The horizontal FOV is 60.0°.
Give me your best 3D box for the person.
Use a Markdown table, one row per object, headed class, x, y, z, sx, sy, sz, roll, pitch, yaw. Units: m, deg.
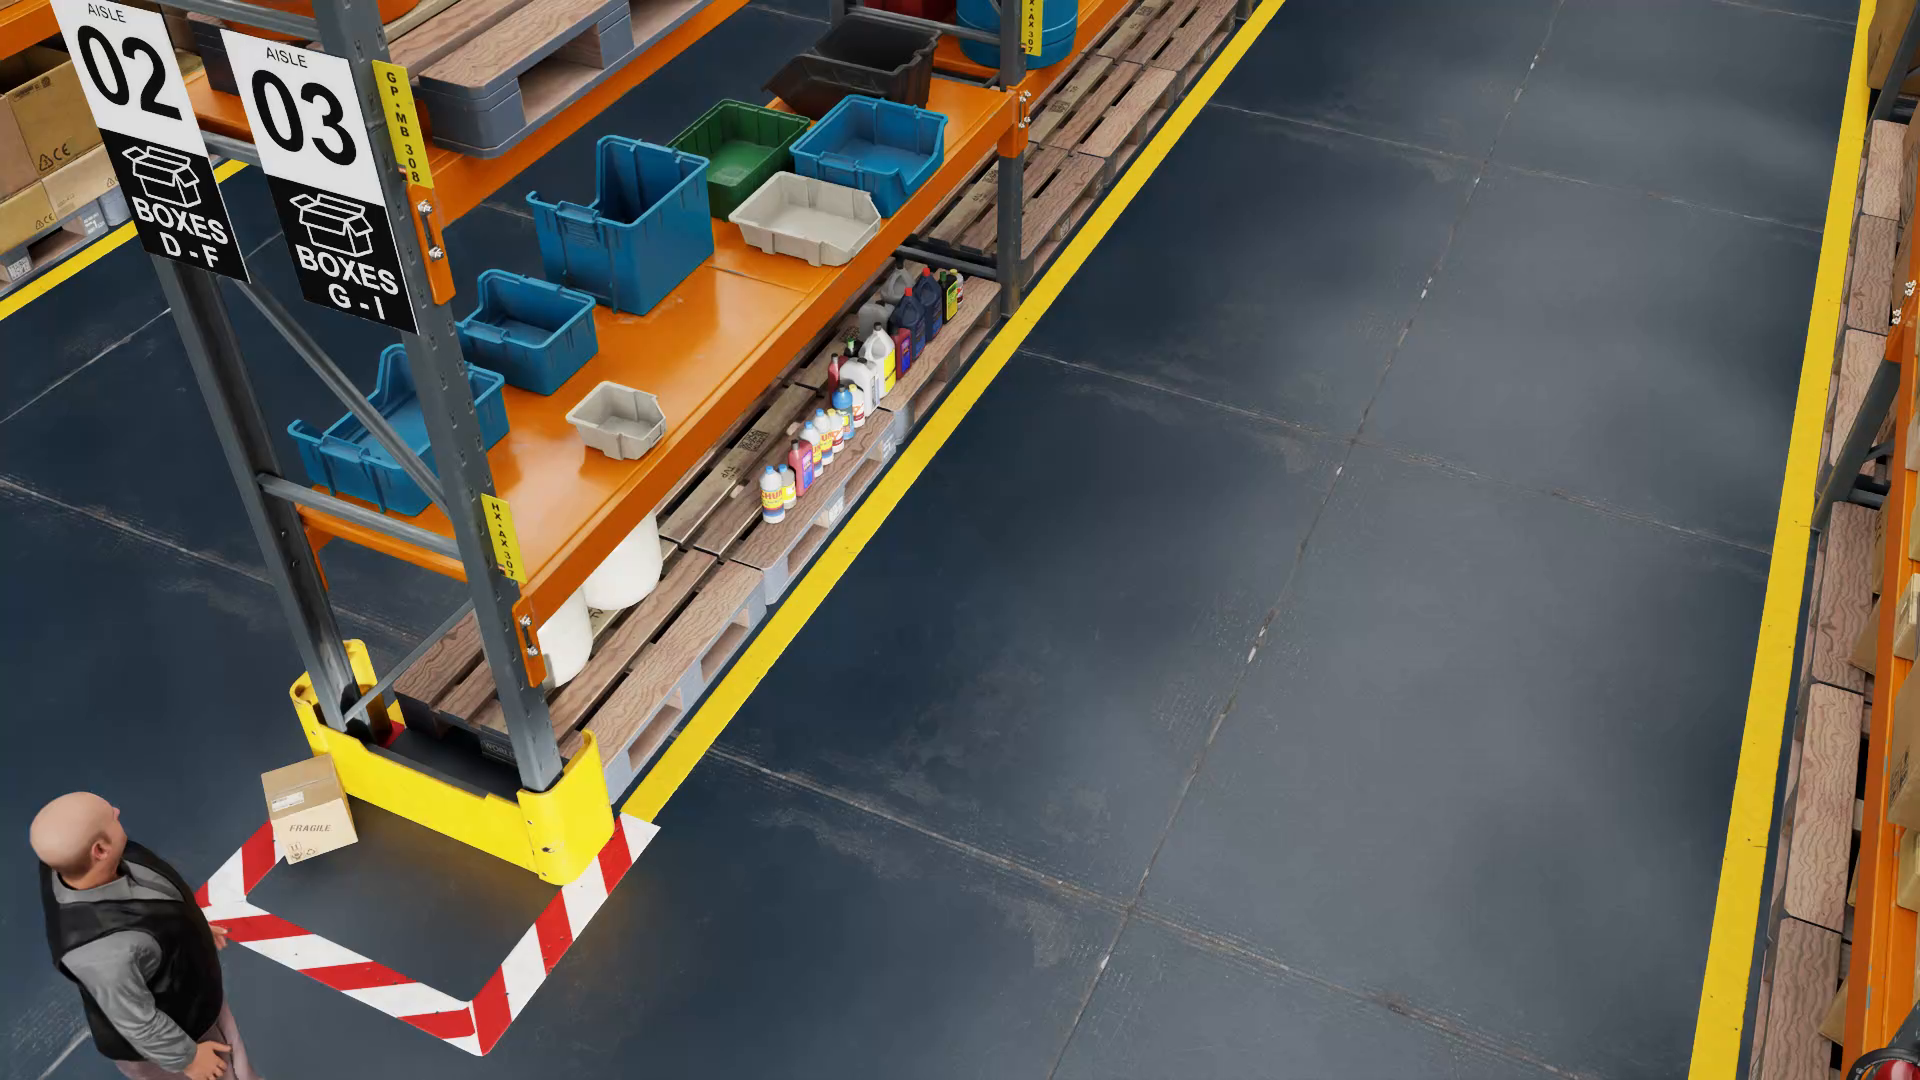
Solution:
| class | x | y | z | sx | sy | sz | roll | pitch | yaw |
| --- | --- | --- | --- | --- | --- | --- | --- | --- | --- |
| person | -2.206 | 1.317 | 4.696 | 0.423 | 1.761 | 0.571 | -18 | 45 | -19 |
